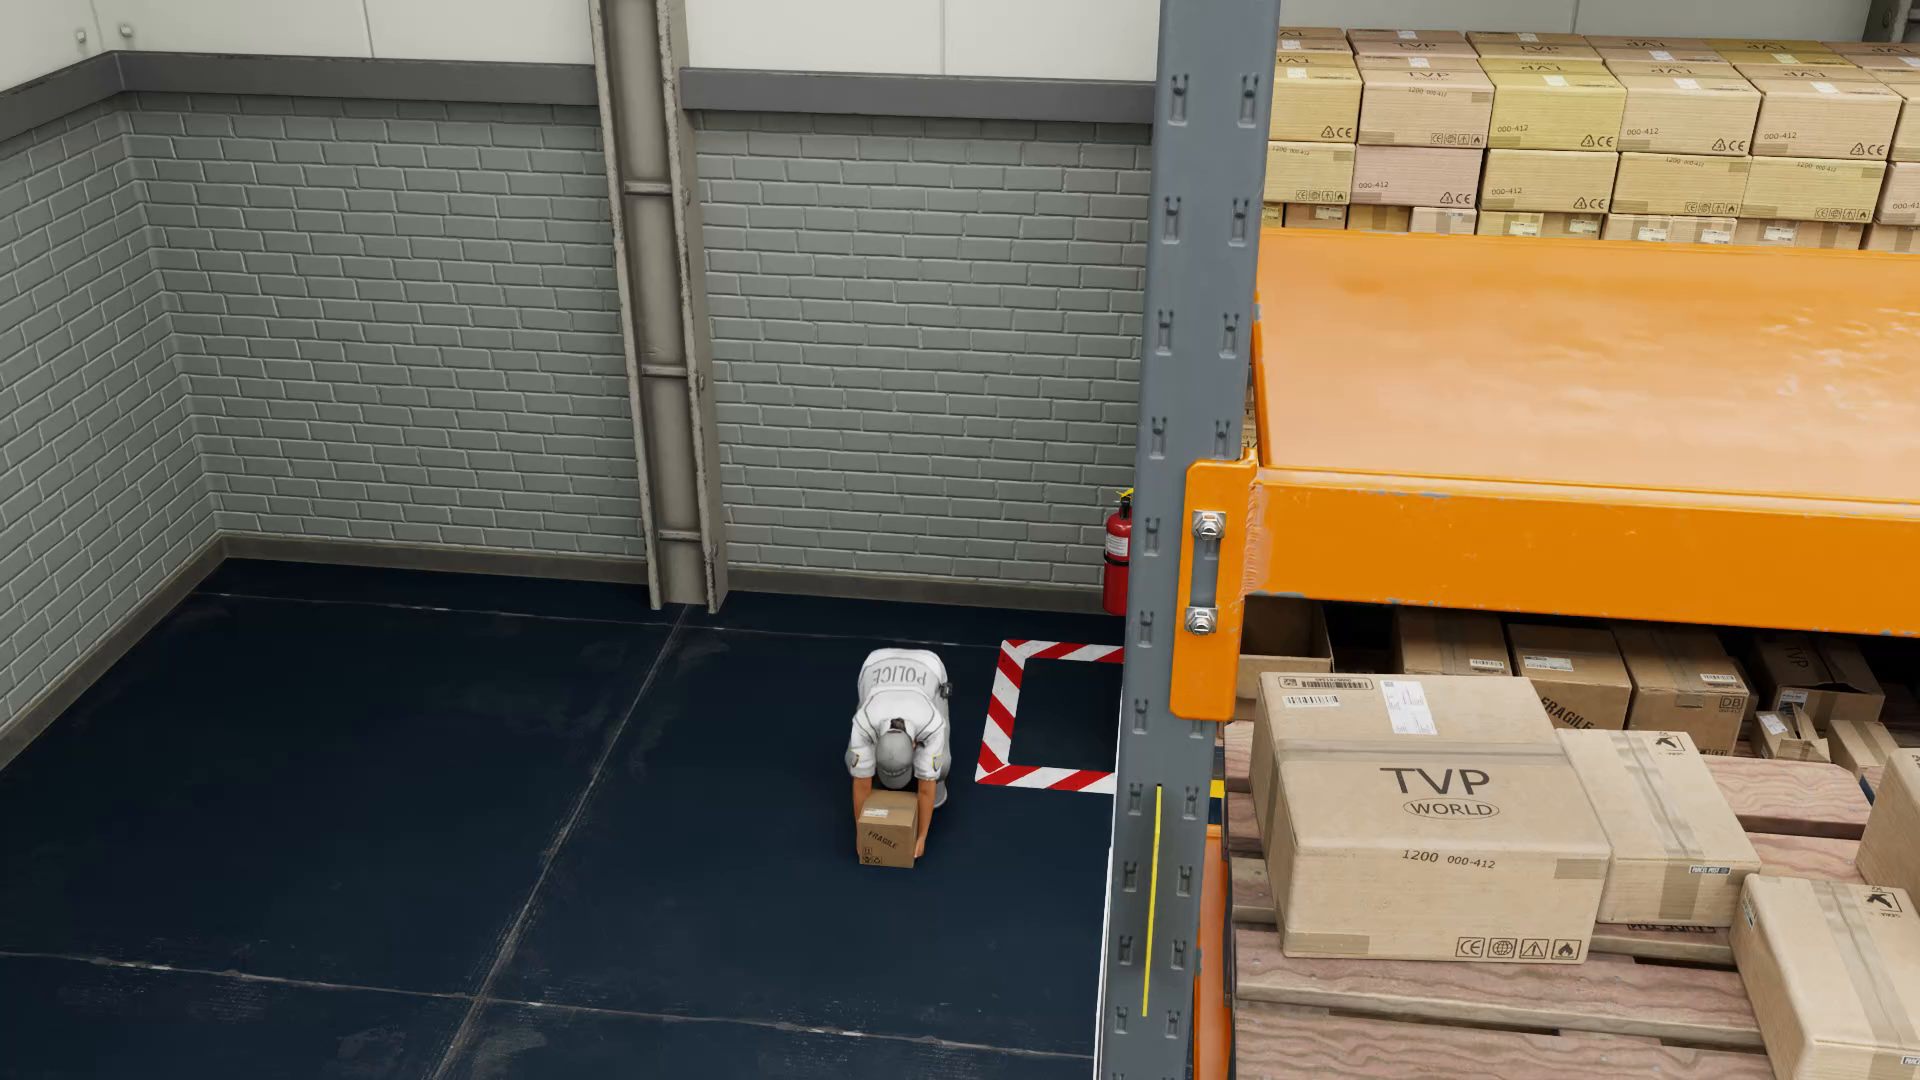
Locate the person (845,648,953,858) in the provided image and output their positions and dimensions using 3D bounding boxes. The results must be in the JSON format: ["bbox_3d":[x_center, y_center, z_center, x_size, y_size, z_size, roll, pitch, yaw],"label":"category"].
[{"bbox_3d":[-0.287,0.984,7.892,0.509,0.764,0.937,3,29,5],"label":"person"}]
